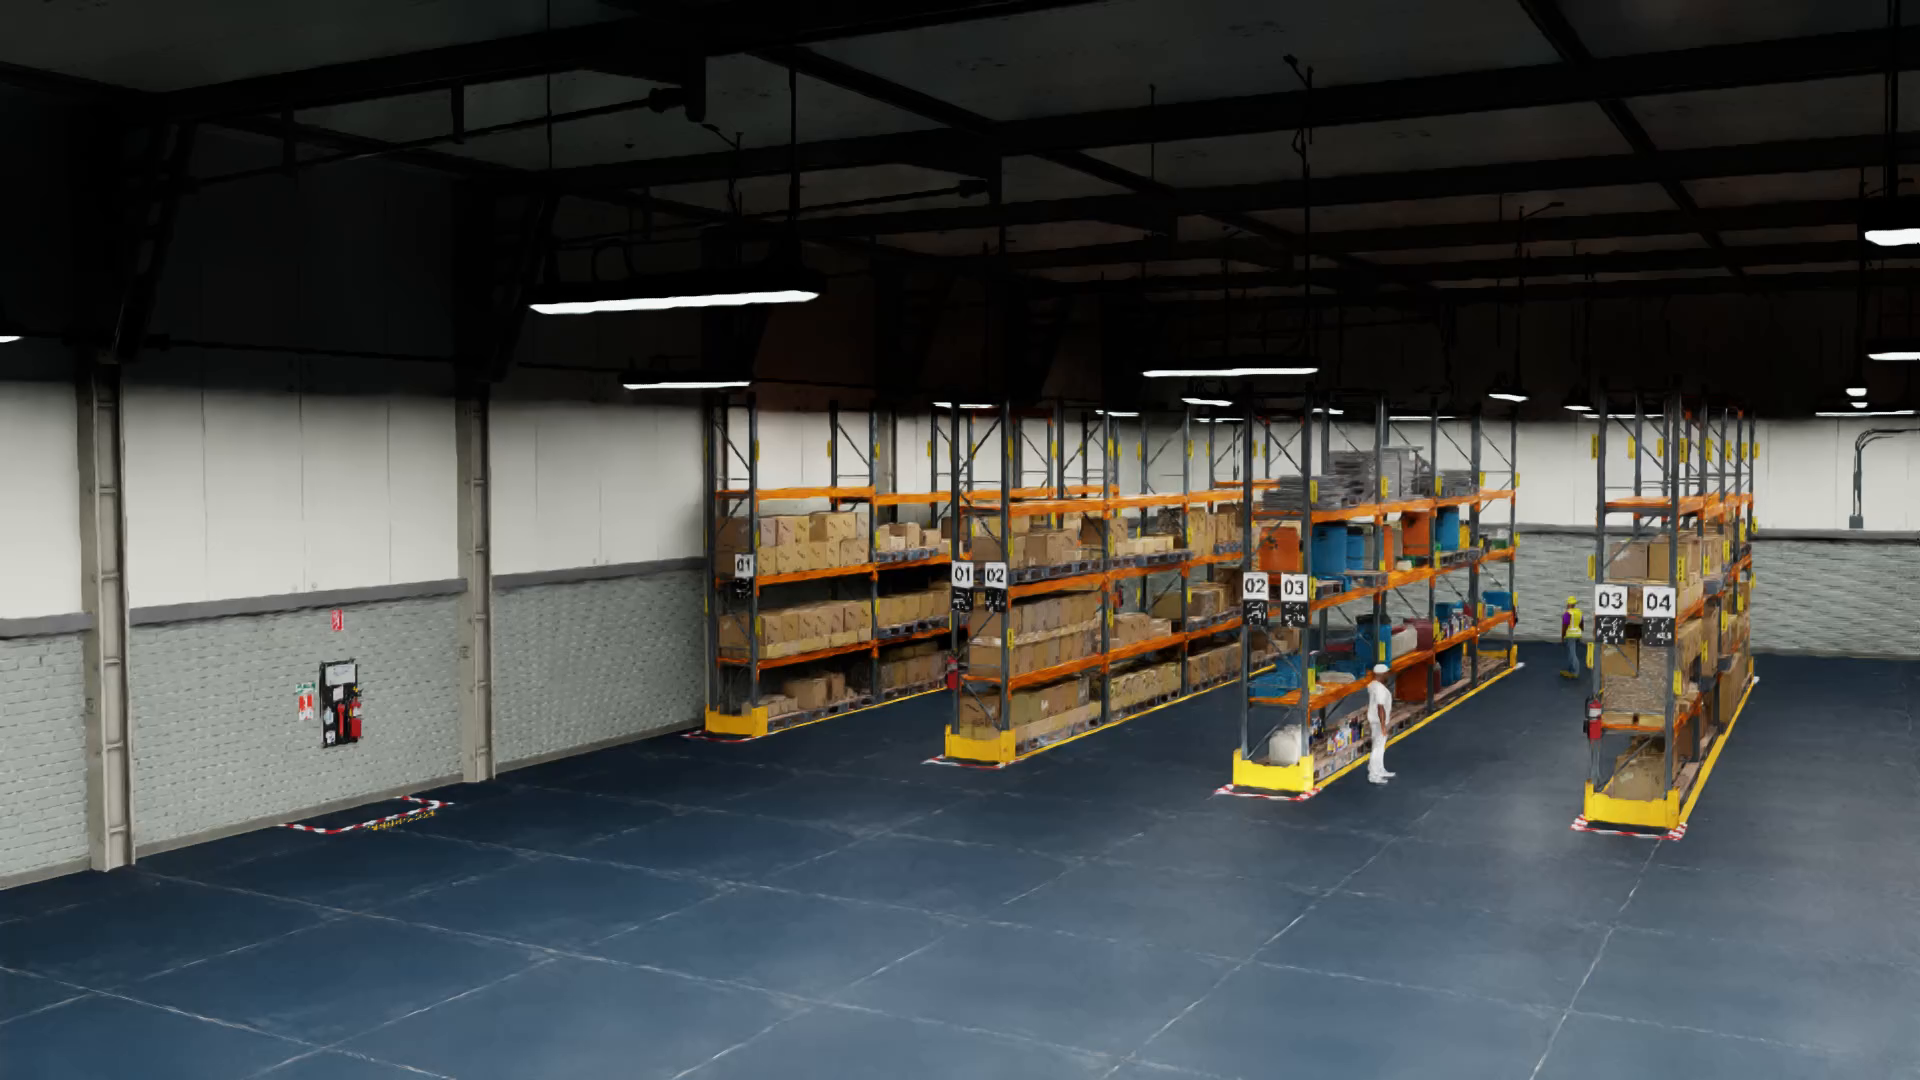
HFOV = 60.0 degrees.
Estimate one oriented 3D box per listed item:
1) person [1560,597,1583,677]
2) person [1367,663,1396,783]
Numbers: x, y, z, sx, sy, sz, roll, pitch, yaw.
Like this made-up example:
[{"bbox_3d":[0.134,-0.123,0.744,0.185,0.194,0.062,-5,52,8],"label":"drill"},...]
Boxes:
[{"bbox_3d":[13.474,2.123,36.697,0.685,1.763,0.591,-3,4,-40],"label":"person"},{"bbox_3d":[6.380,2.740,25.103,0.469,1.766,0.642,0,3,5],"label":"person"}]
